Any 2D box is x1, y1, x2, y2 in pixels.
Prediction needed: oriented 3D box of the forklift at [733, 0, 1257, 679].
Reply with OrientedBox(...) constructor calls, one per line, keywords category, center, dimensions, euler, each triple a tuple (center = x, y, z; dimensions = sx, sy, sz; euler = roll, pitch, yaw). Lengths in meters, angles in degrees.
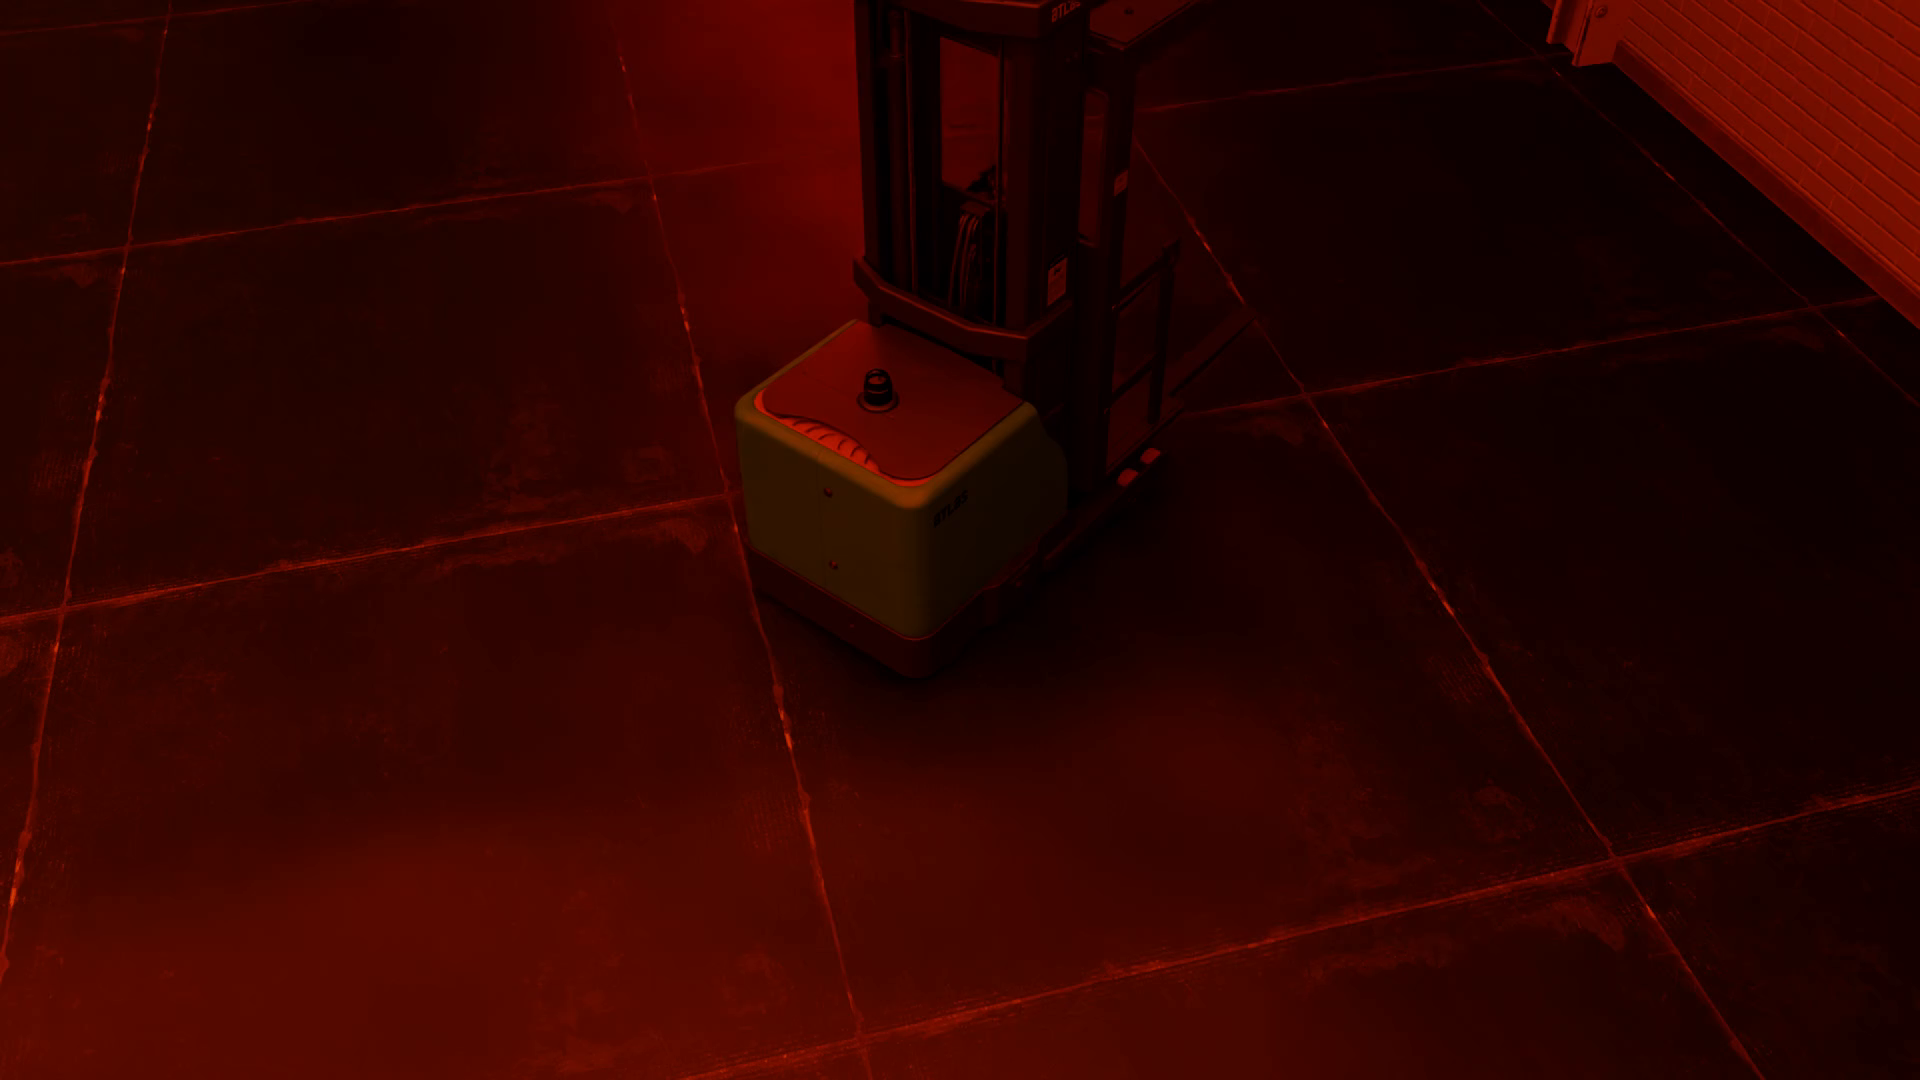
OrientedBox(category="forklift", center=(0.359, -1.434, 7.162), dimensions=(1.130, 2.935, 3.031), euler=(29, 50, 27))
